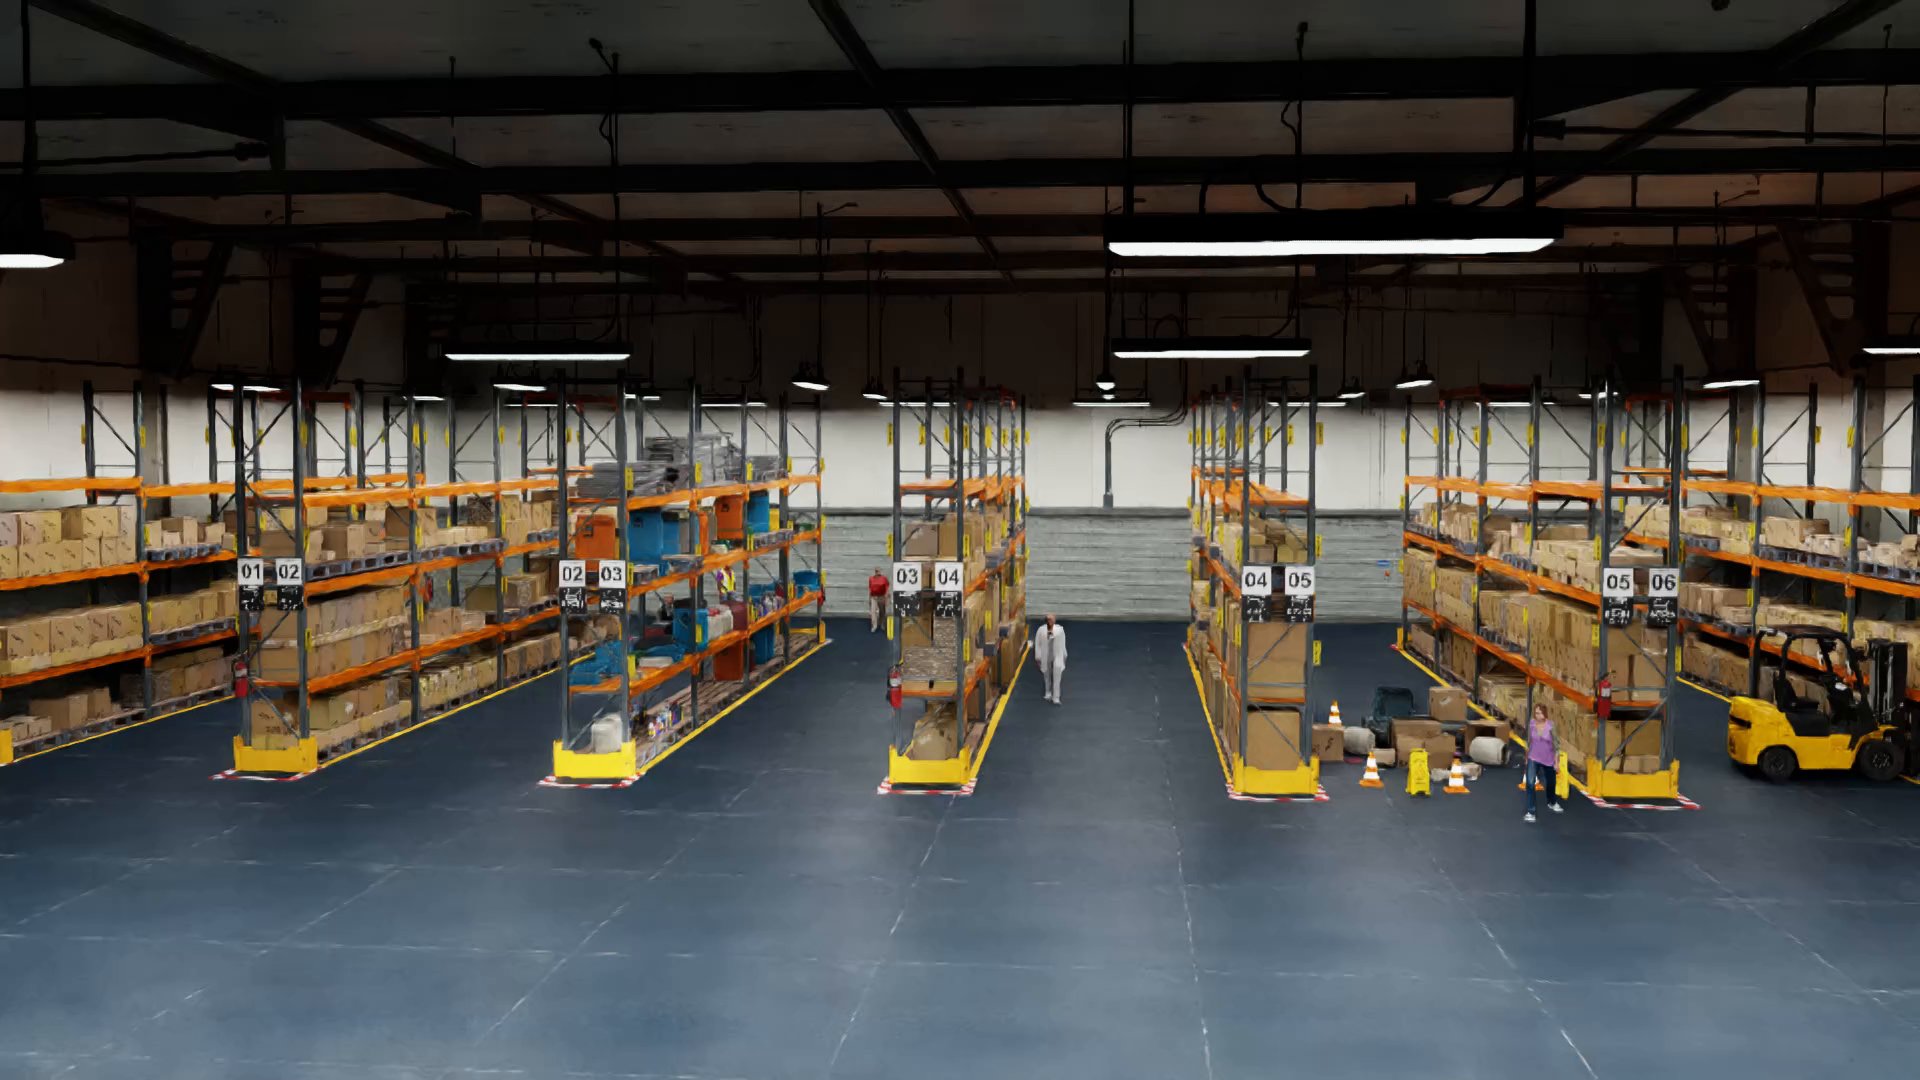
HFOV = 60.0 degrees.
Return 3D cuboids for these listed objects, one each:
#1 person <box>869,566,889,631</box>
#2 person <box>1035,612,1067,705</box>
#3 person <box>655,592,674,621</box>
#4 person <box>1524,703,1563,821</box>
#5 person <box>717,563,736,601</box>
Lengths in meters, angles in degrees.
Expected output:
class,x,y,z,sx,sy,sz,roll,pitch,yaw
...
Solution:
class,x,y,z,sx,sy,sz,roll,pitch,yaw
person,-2.089,1.503,42.814,0.554,1.669,1.022,0,4,4
person,1.697,2.197,31.179,0.598,1.698,1.194,0,4,8
person,-6.223,1.950,35.793,0.677,1.674,0.534,0,4,3
person,7.637,2.881,21.773,0.461,1.517,0.866,2,4,27
person,-6.141,1.368,44.165,0.744,1.755,0.569,-3,5,-44
